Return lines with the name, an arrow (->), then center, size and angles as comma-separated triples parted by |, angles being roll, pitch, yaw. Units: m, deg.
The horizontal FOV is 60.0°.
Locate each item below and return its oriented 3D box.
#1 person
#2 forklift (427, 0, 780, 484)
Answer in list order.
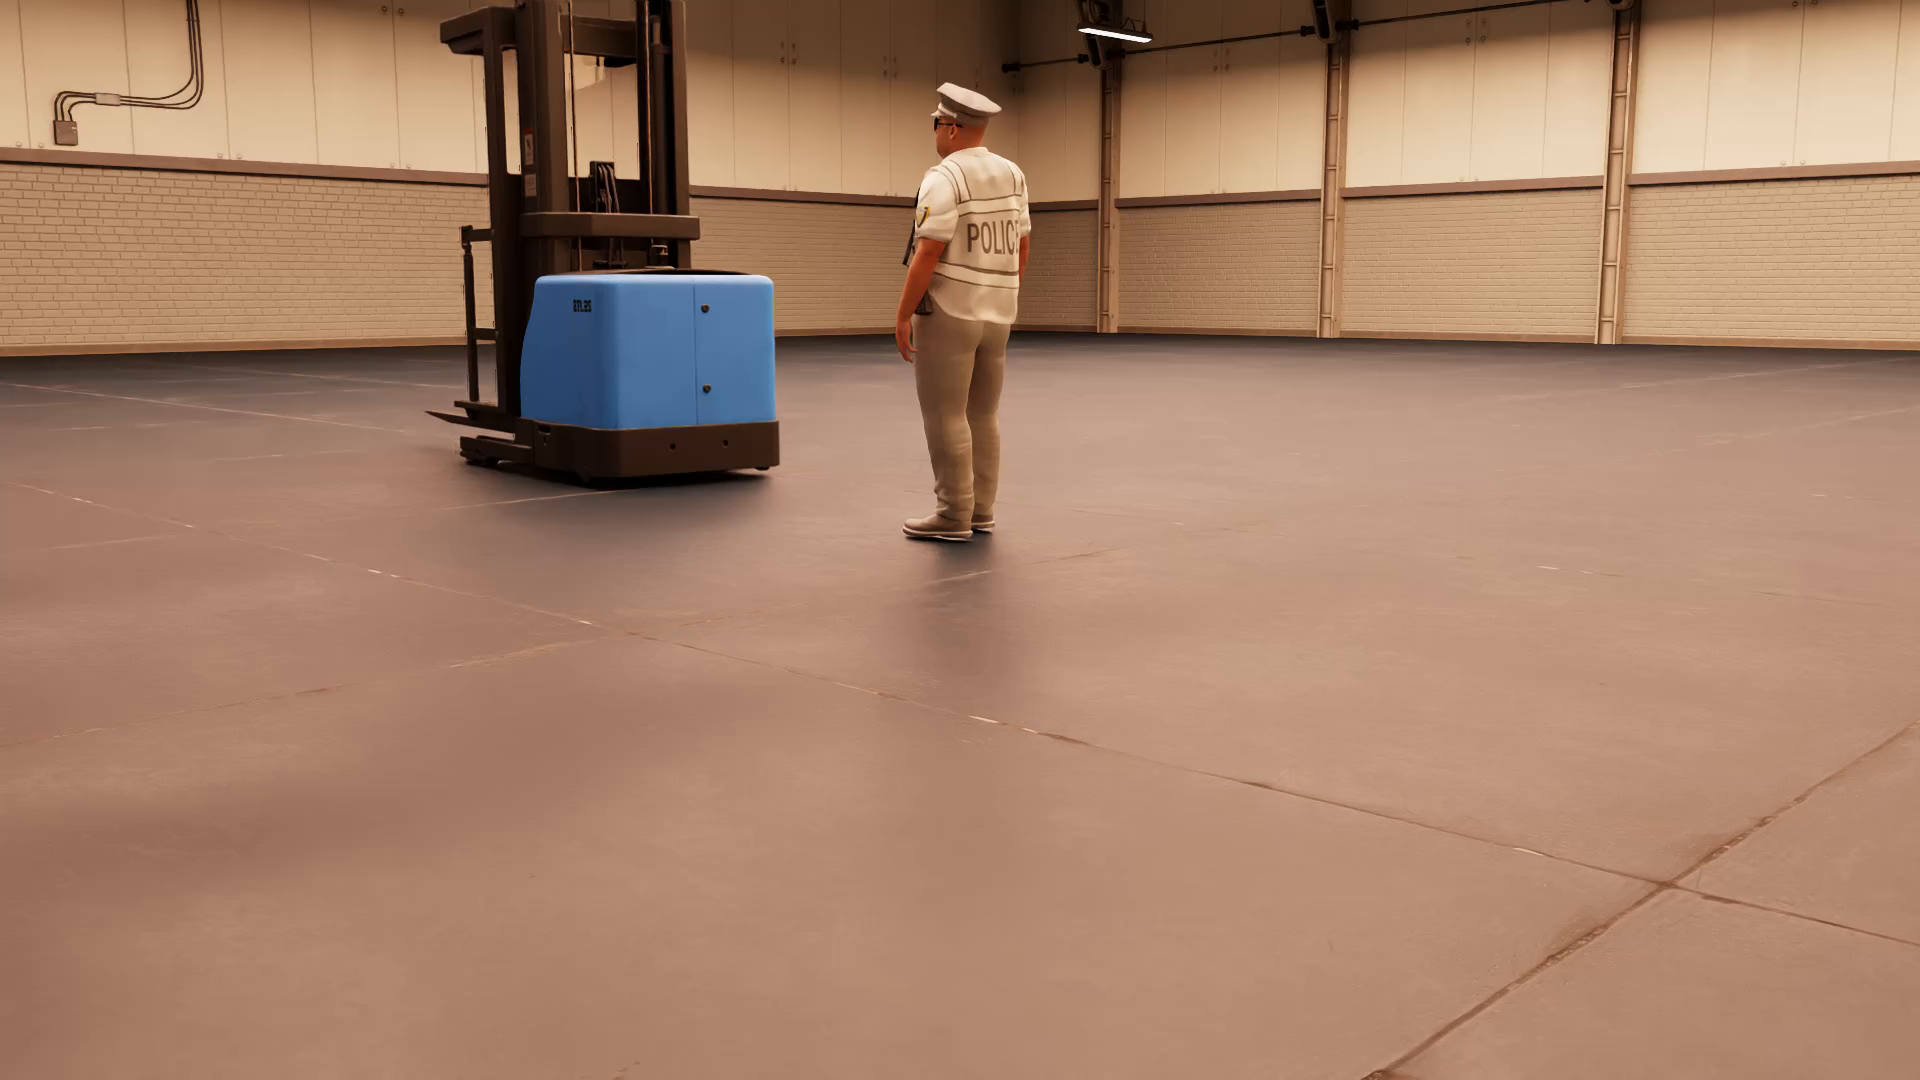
person -> -0.048, -0.898, 6.646 | 0.573, 1.780, 0.641 | 8, 12, 43
forklift -> -2.255, -1.908, 9.545 | 1.130, 2.935, 3.031 | -6, 11, -37
